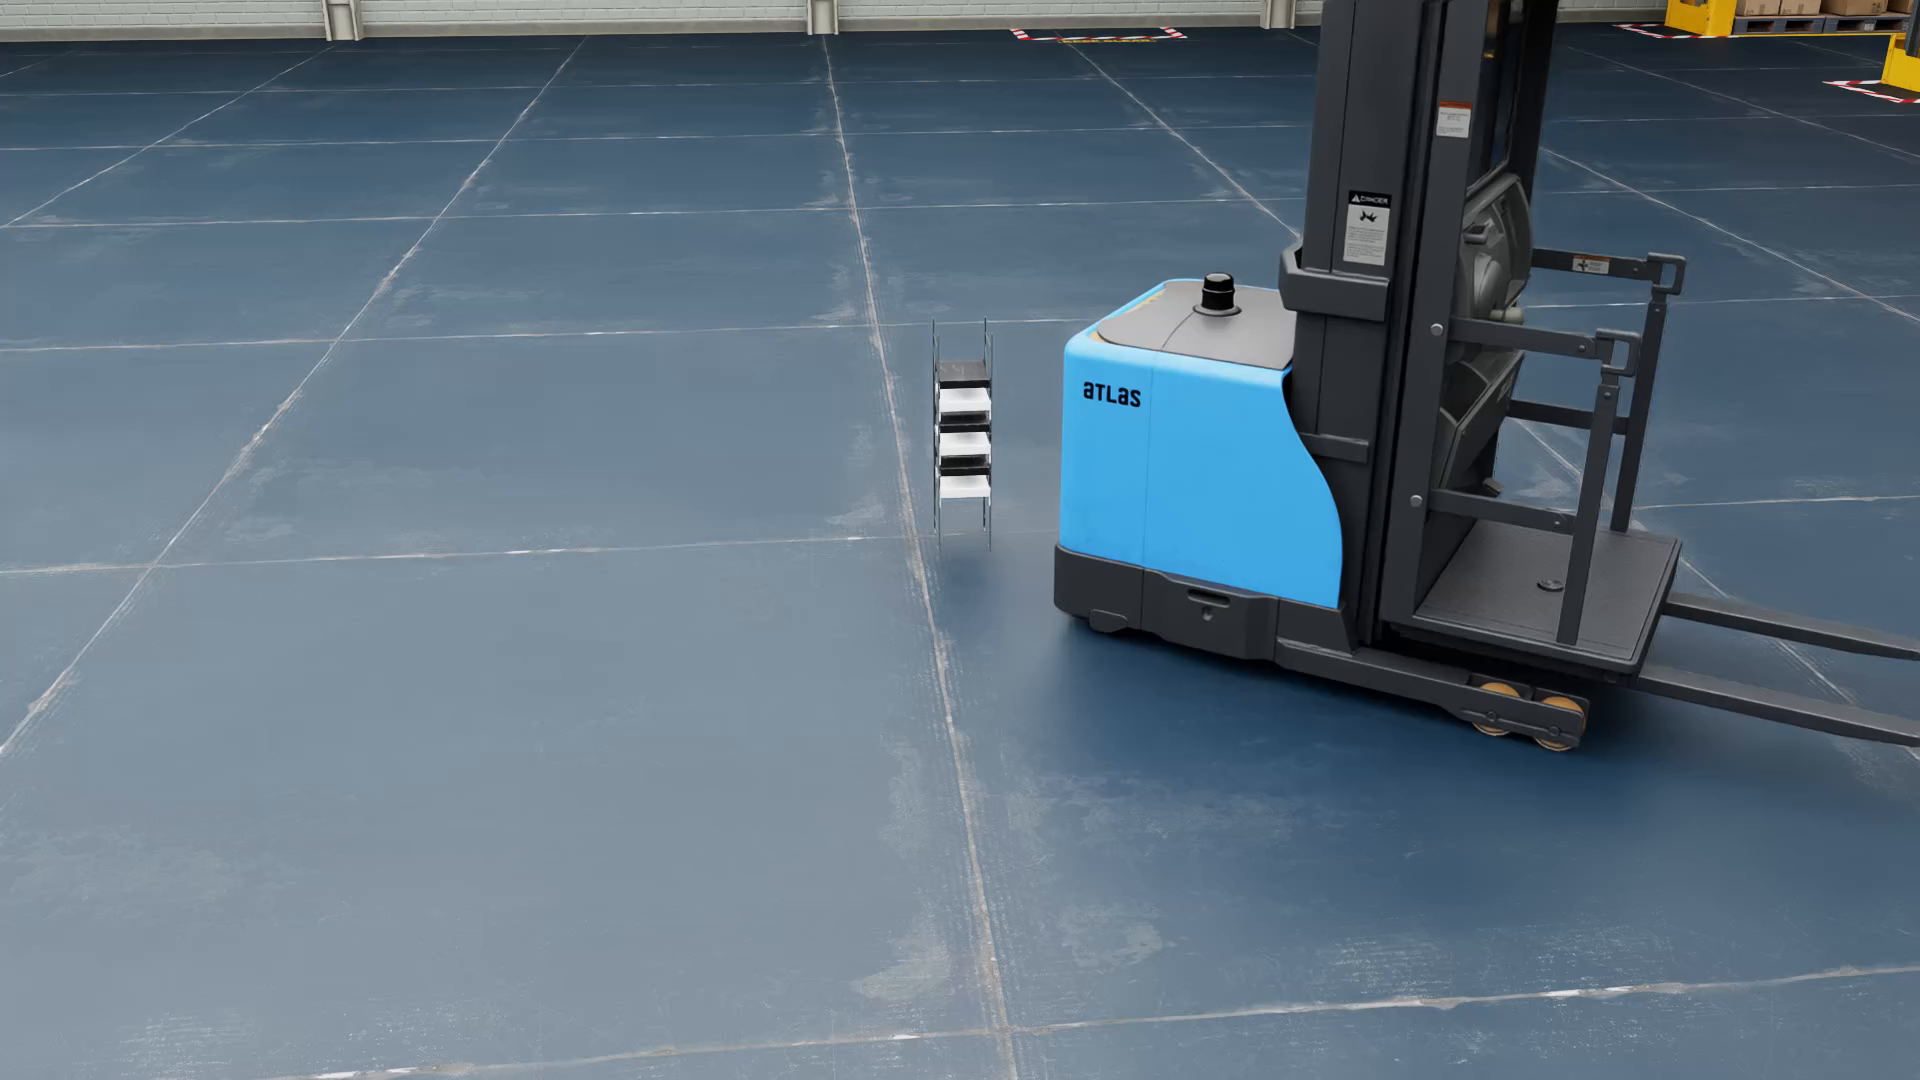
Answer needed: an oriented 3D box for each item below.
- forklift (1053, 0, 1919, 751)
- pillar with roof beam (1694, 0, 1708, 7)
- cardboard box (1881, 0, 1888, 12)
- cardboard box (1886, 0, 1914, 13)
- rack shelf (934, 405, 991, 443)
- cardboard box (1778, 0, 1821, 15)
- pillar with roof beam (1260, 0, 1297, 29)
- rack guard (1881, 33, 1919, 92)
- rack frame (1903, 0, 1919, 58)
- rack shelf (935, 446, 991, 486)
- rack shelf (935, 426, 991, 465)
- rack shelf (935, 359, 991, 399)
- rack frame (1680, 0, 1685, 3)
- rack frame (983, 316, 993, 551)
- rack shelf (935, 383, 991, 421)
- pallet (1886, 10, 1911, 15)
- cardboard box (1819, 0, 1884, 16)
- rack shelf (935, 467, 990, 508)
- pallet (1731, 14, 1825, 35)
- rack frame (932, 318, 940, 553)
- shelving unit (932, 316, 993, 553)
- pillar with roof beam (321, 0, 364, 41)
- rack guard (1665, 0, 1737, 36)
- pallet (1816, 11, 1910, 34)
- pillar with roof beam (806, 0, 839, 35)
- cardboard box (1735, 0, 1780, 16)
[{"bbox_3d":[1.883,-0.920,5.212,3.031,2.935,1.130,13,27,26],"label":"forklift"},{"bbox_3d":[10.593,-9.410,16.841,0.400,9.000,9.100,-2,24,-5],"label":"pillar with roof beam"},{"bbox_3d":[11.946,-7.033,21.848,0.250,0.149,0.380,-4,24,-9],"label":"cardboard box"},{"bbox_3d":[12.510,-7.191,21.772,0.500,0.500,0.500,-4,24,-9],"label":"cardboard box"},{"bbox_3d":[0.008,-0.463,6.545,0.200,0.077,0.258,-2,24,-5],"label":"rack shelf"},{"bbox_3d":[10.823,-7.017,21.613,0.500,0.311,0.500,0,24,-1],"label":"cardboard box"},{"bbox_3d":[4.622,-9.170,16.302,0.400,9.000,9.100,-2,24,-5],"label":"pillar with roof beam"},{"bbox_3d":[10.025,-4.885,17.126,0.348,0.500,1.175,-2,24,-5],"label":"rack guard"},{"bbox_3d":[10.049,-6.028,16.620,0.127,3.000,1.000,-2,24,-5],"label":"rack frame"},{"bbox_3d":[0.008,-0.299,6.618,0.200,0.077,0.258,-2,24,-5],"label":"rack shelf"},{"bbox_3d":[0.008,-0.381,6.581,0.200,0.077,0.258,-2,24,-5],"label":"rack shelf"},{"bbox_3d":[0.008,-0.628,6.472,0.200,0.077,0.258,-2,24,-5],"label":"rack shelf"},{"bbox_3d":[9.559,-8.031,21.124,0.127,3.000,1.000,-2,24,-5],"label":"rack frame"},{"bbox_3d":[0.109,-0.416,6.577,0.006,0.900,0.240,-2,24,-5],"label":"rack frame"},{"bbox_3d":[0.008,-0.546,6.508,0.200,0.077,0.258,-2,24,-5],"label":"rack shelf"},{"bbox_3d":[12.874,-6.875,21.958,1.213,0.211,1.003,-2,24,-5],"label":"pallet"},{"bbox_3d":[11.558,-7.112,21.595,0.500,0.500,0.700,-4,24,-8],"label":"cardboard box"},{"bbox_3d":[0.008,-0.217,6.655,0.200,0.077,0.258,-2,24,-5],"label":"rack shelf"},{"bbox_3d":[10.446,-6.778,21.738,1.213,0.211,1.003,-2,24,-5],"label":"pallet"},{"bbox_3d":[-0.093,-0.407,6.559,0.006,0.900,0.240,-2,24,-5],"label":"rack frame"},{"bbox_3d":[0.008,-0.412,6.568,0.210,0.900,0.258,-2,24,-5],"label":"shelving unit"},{"bbox_3d":[-7.320,-8.691,15.224,0.400,9.000,9.100,-2,24,-5],"label":"pillar with roof beam"},{"bbox_3d":[9.634,-6.891,21.639,0.348,0.500,1.175,-2,24,-5],"label":"rack guard"},{"bbox_3d":[11.657,-6.825,21.845,1.213,0.211,1.003,-2,24,-5],"label":"pallet"},{"bbox_3d":[-1.349,-8.930,15.763,0.400,9.000,9.100,-2,24,-5],"label":"pillar with roof beam"},{"bbox_3d":[10.256,-6.994,21.562,0.500,0.311,0.500,-5,24,-11],"label":"cardboard box"}]
